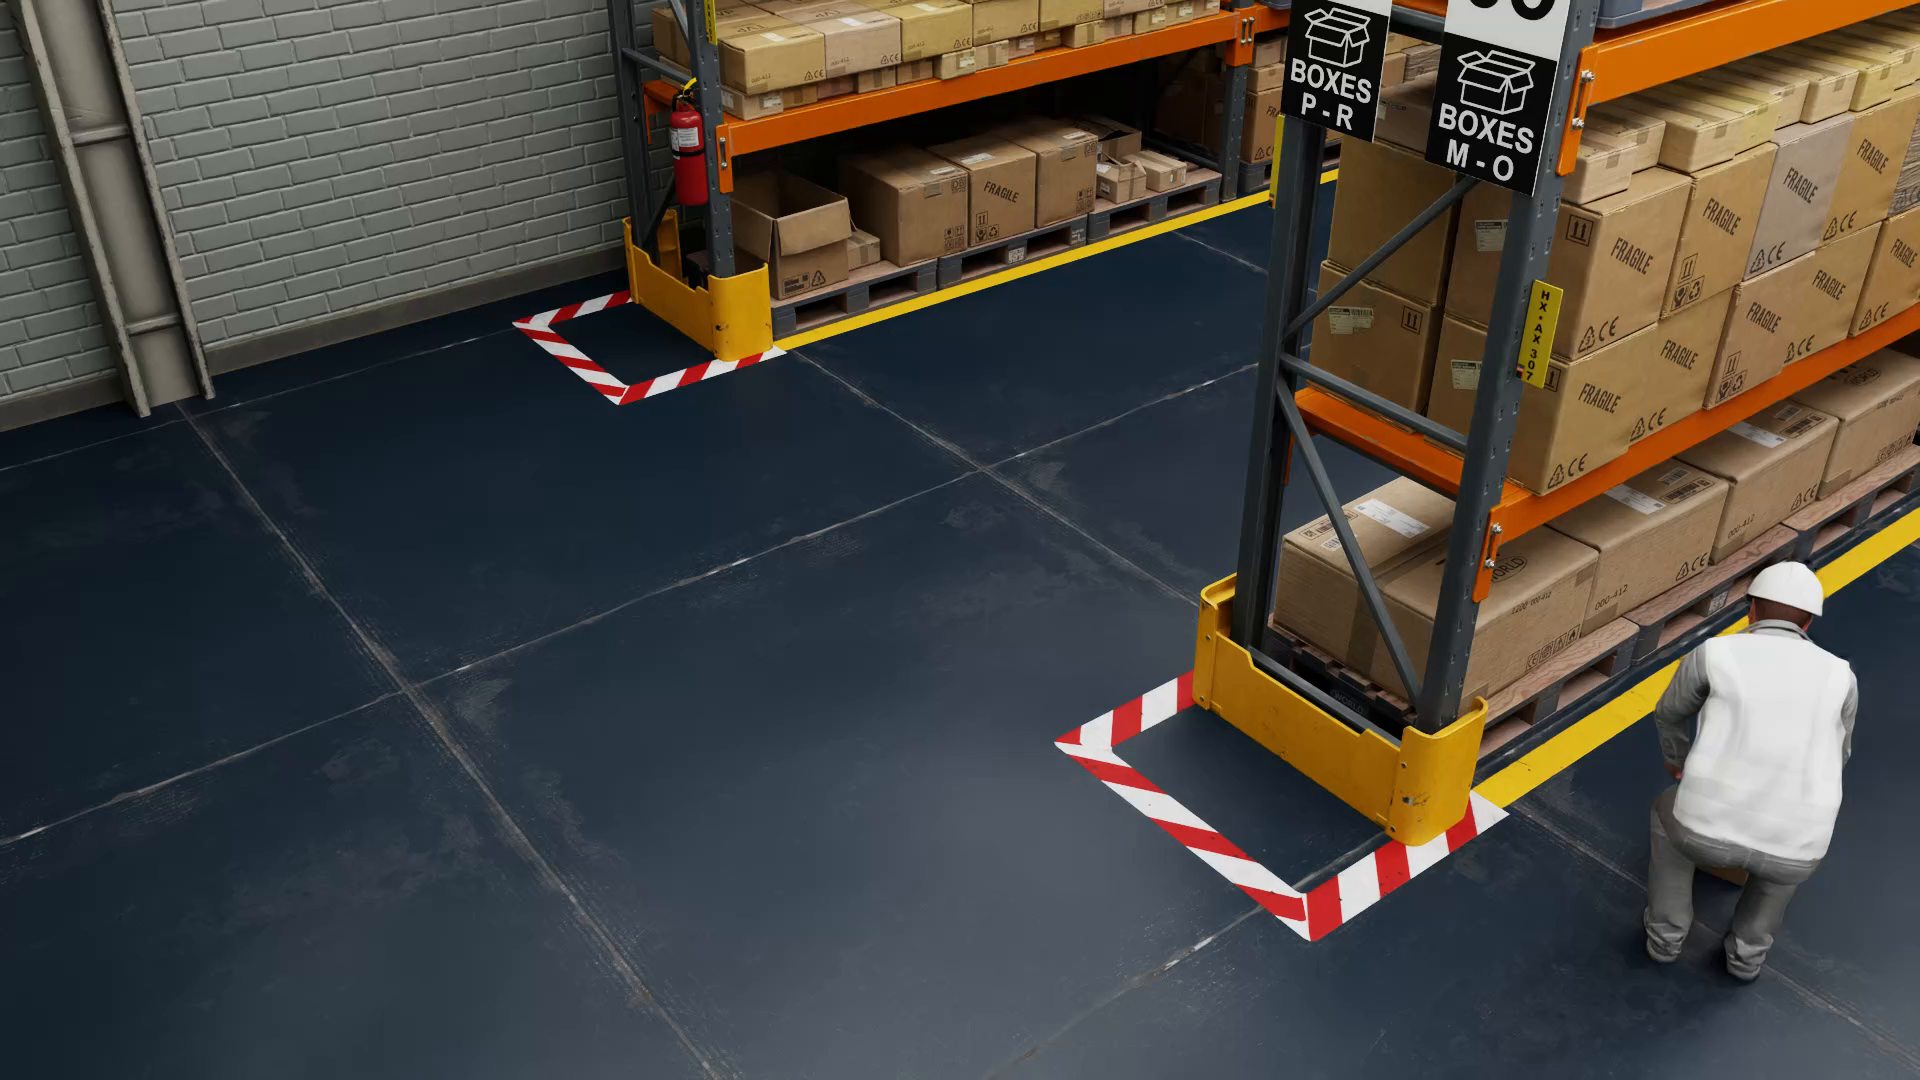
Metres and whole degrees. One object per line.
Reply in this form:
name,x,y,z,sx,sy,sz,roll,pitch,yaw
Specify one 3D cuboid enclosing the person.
person,2.495,0.773,5.325,0.585,1.299,0.824,14,35,22
